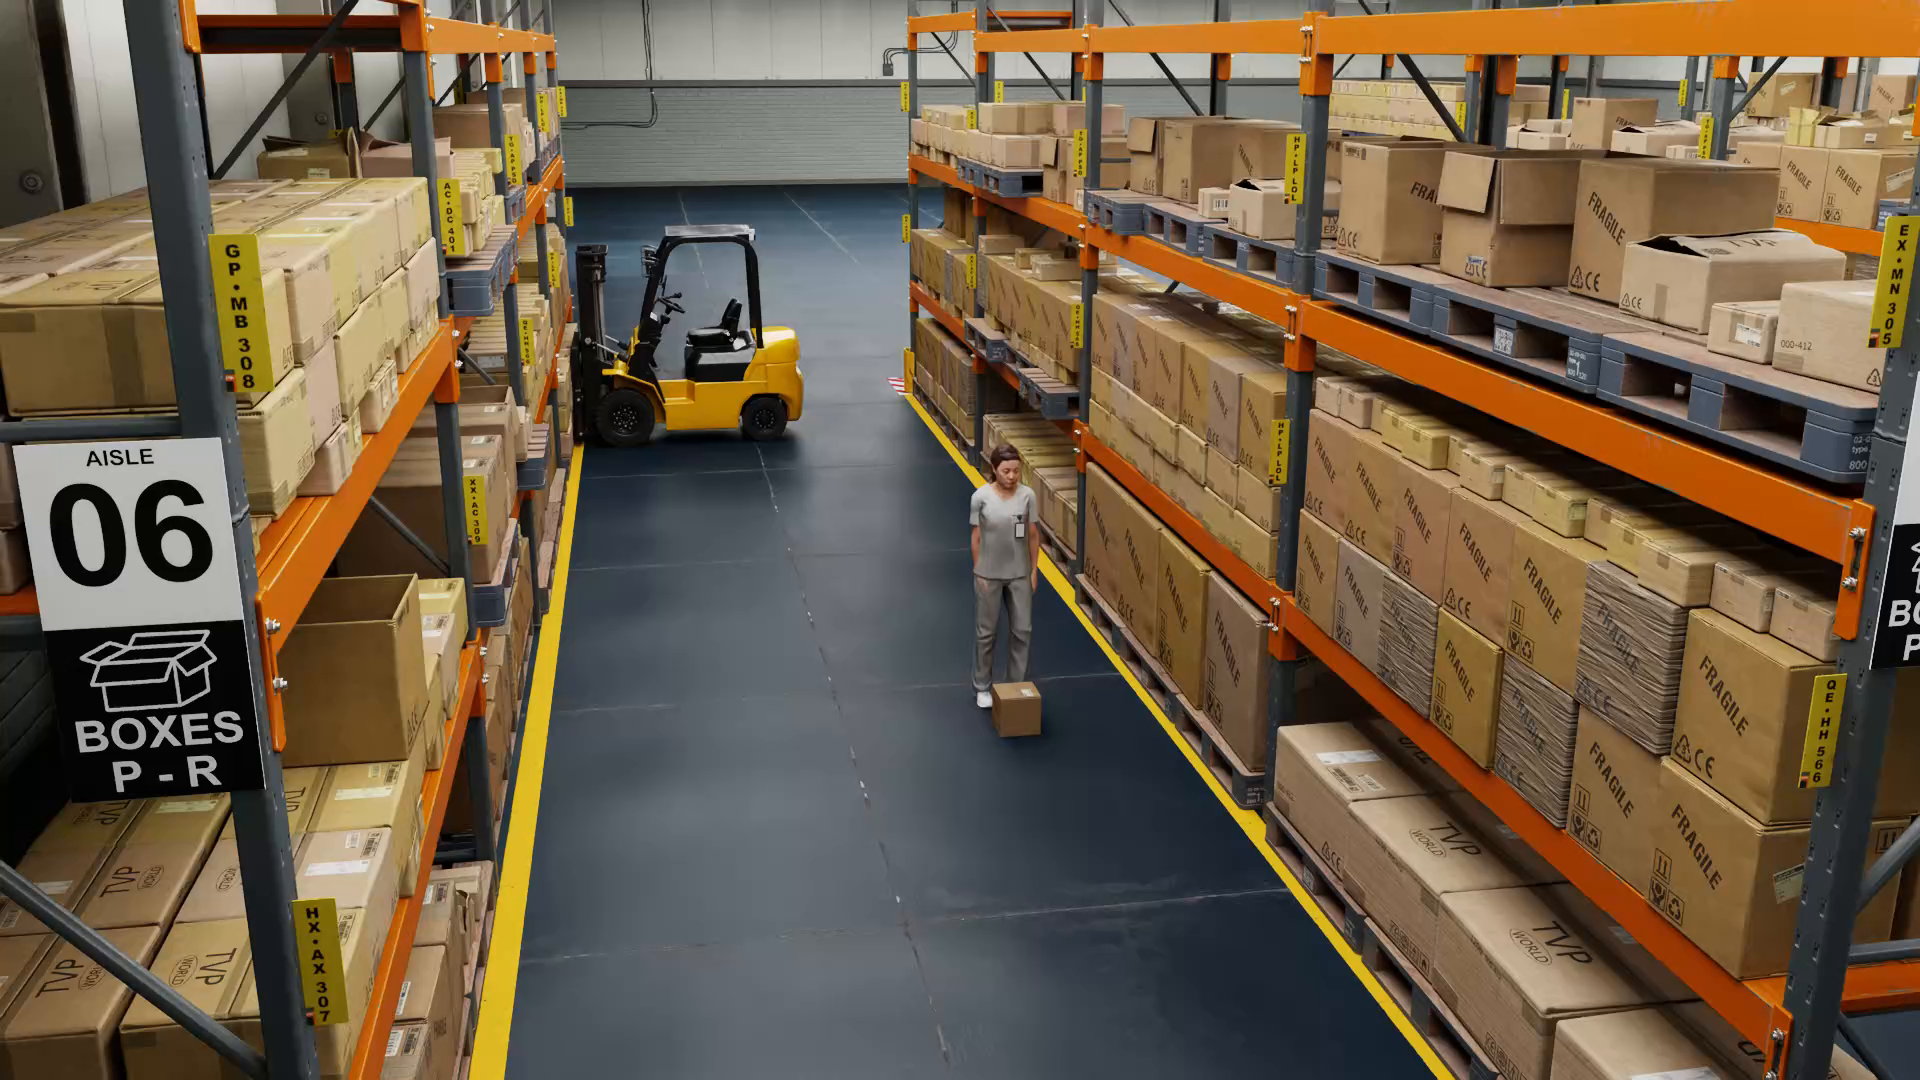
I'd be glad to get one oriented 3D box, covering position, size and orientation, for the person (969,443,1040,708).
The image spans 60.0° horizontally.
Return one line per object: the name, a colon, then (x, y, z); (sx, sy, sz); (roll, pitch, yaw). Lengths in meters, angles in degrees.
person: (0.277, 0.213, 10.330); (0.440, 1.673, 0.365); (-3, 17, -9)
